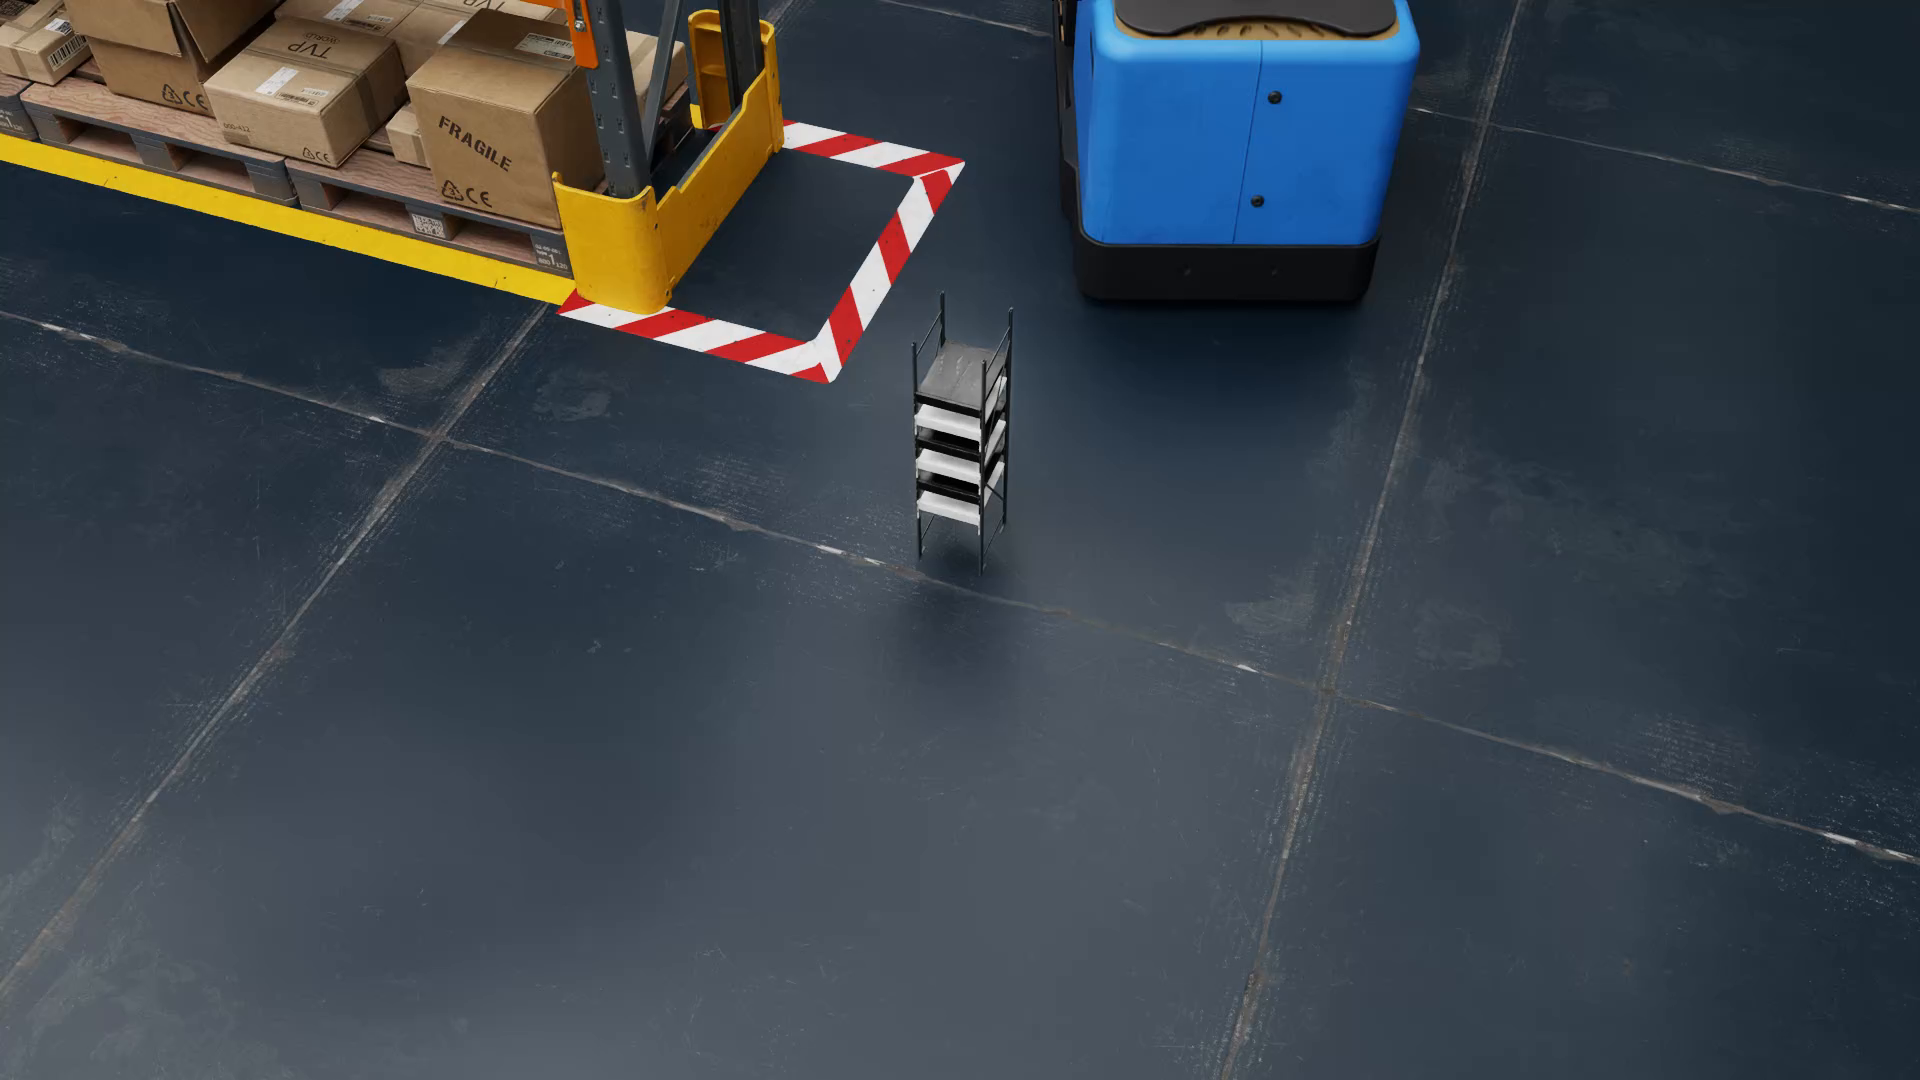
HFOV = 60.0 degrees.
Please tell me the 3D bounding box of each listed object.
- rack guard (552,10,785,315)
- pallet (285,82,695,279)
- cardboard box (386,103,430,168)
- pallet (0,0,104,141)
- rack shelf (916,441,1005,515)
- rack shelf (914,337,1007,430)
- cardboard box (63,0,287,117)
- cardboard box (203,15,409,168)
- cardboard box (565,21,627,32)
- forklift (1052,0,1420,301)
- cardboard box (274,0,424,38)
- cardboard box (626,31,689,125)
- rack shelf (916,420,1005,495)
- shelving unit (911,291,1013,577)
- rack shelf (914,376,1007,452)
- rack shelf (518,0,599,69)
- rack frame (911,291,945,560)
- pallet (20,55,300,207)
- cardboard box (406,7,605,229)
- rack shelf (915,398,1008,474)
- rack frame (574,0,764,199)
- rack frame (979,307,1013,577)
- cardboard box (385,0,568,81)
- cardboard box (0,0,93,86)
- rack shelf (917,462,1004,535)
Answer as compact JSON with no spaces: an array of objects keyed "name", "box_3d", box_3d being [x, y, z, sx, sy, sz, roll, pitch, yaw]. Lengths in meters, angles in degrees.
[{"name":"rack guard","box_3d":[-1.044,-1.414,6.144,0.348,0.500,1.175,16,51,13]},{"name":"pallet","box_3d":[-1.792,-1.527,6.434,1.213,0.211,1.003,16,51,13]},{"name":"cardboard box","box_3d":[-1.917,-1.566,6.206,0.250,0.166,0.380,16,51,13]},{"name":"pallet","box_3d":[-4.081,-2.166,6.988,1.213,0.211,1.003,16,51,13]},{"name":"rack shelf","box_3d":[0.008,-0.212,5.001,0.200,0.077,0.258,16,51,13]},{"name":"rack shelf","box_3d":[0.008,-0.448,4.729,0.200,0.077,0.258,16,51,13]},{"name":"cardboard box","box_3d":[-2.961,-2.098,6.444,0.637,0.503,0.797,16,51,13]},{"name":"cardboard box","box_3d":[-2.449,-1.694,6.261,0.500,0.250,0.500,16,51,13]},{"name":"cardboard box","box_3d":[-1.481,-1.847,6.450,0.250,0.166,0.380,16,51,13]},{"name":"forklift","box_3d":[0.951,-2.906,5.829,1.130,2.935,3.031,0,49,0]},{"name":"cardboard box","box_3d":[-2.322,-2.061,6.580,0.500,0.250,0.500,16,51,13]},{"name":"cardboard box","box_3d":[-1.246,-1.776,6.400,0.250,0.149,0.380,16,51,13]},{"name":"rack shelf","box_3d":[0.008,-0.271,4.933,0.200,0.077,0.258,16,51,13]},{"name":"shelving unit","box_3d":[0.008,-0.293,4.908,0.210,0.900,0.258,16,51,13]},{"name":"rack shelf","box_3d":[0.008,-0.389,4.797,0.200,0.077,0.258,16,51,13]},{"name":"rack shelf","box_3d":[-2.849,-2.501,5.908,4.000,0.370,1.077,16,51,13]},{"name":"rack frame","box_3d":[-0.088,-0.319,4.931,0.006,0.900,0.240,16,51,13]},{"name":"pallet","box_3d":[-2.933,-1.848,6.712,1.213,0.211,1.003,16,51,13]},{"name":"cardboard box","box_3d":[-1.568,-1.506,5.933,0.500,0.500,0.500,16,51,13]},{"name":"rack shelf","box_3d":[0.008,-0.330,4.865,0.200,0.077,0.258,16,51,13]},{"name":"rack frame","box_3d":[-0.973,-2.212,5.183,0.127,3.000,1.000,16,51,13]},{"name":"rack frame","box_3d":[0.103,-0.266,4.885,0.006,0.900,0.240,16,51,13]},{"name":"cardboard box","box_3d":[-1.853,-1.930,6.467,0.500,0.250,0.500,16,51,13]},{"name":"cardboard box","box_3d":[-3.591,-1.993,6.576,0.250,0.166,0.380,16,51,13]},{"name":"rack shelf","box_3d":[0.008,-0.153,5.069,0.200,0.077,0.258,16,51,13]}]
